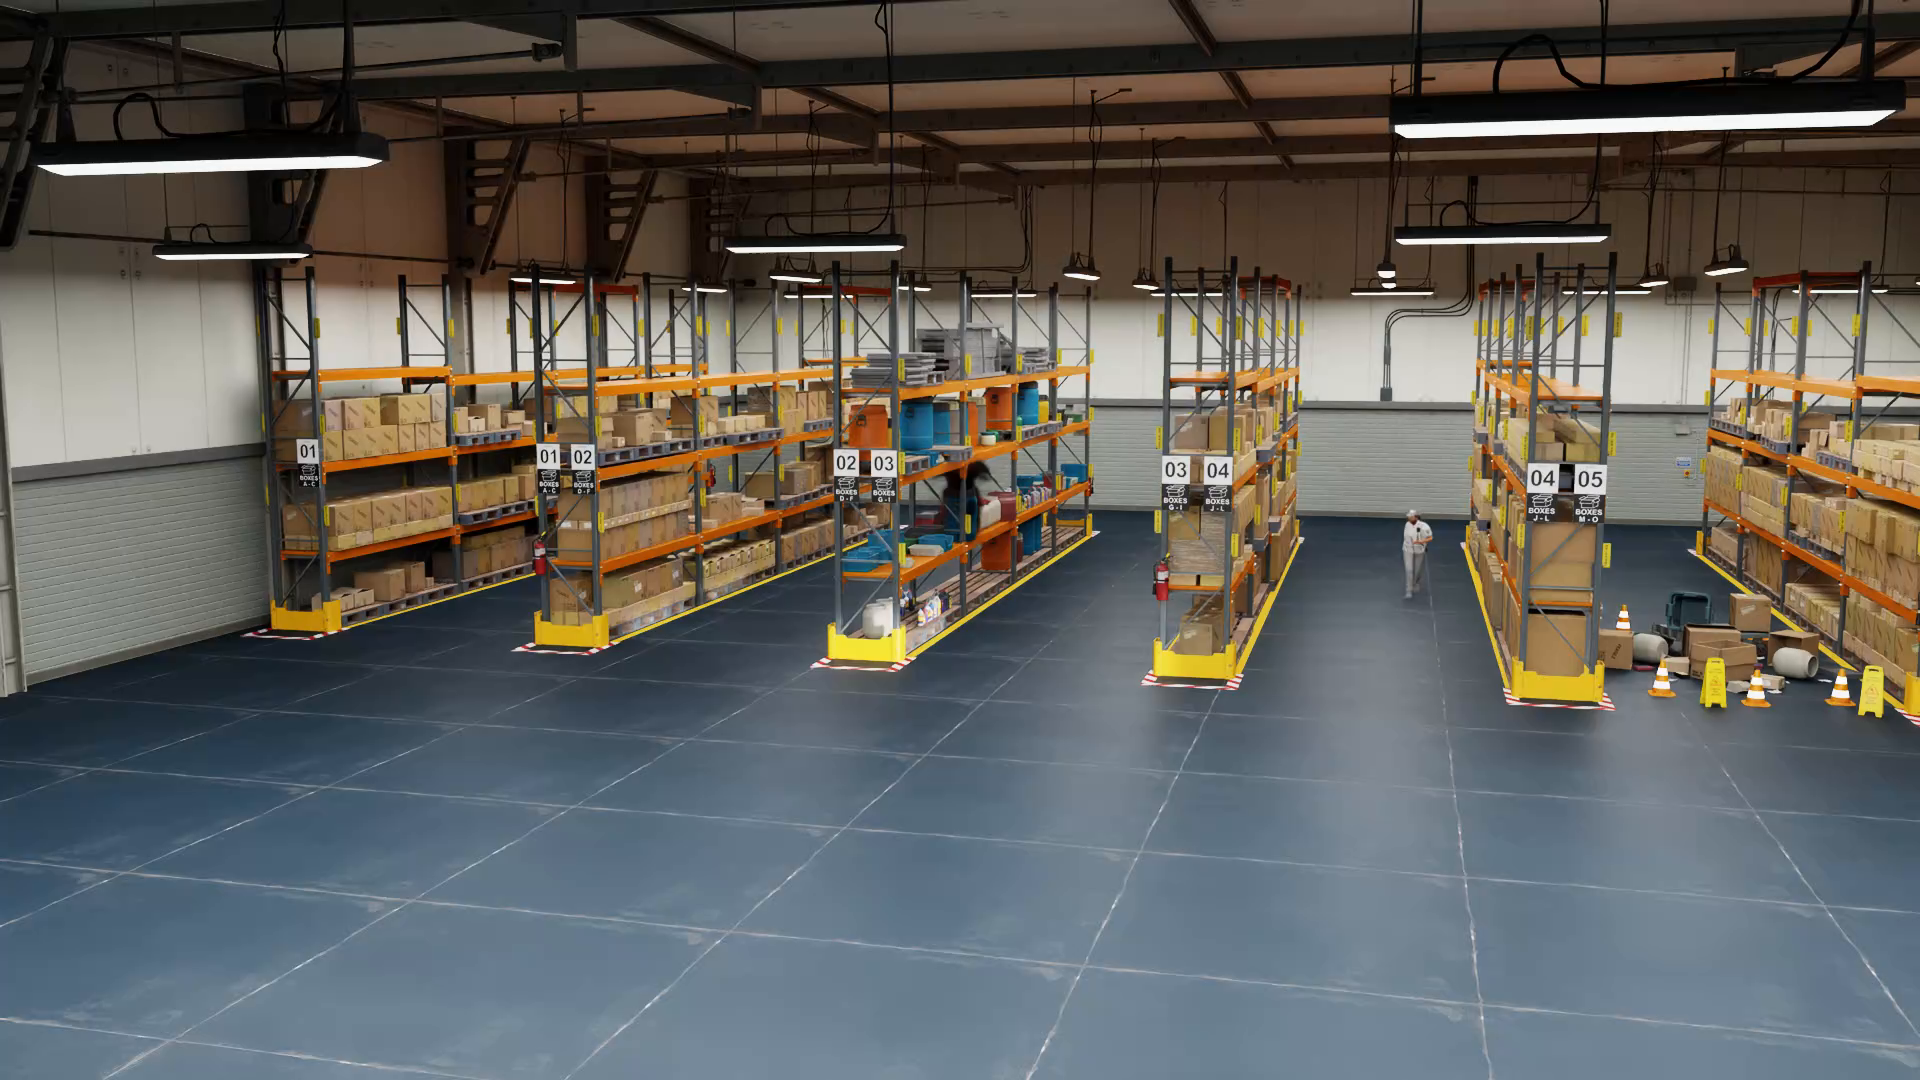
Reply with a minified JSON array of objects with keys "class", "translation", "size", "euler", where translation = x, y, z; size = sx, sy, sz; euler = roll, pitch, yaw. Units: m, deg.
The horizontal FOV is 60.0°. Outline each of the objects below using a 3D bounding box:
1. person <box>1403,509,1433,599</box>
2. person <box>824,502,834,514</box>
[{"class":"person","translation":[8.530,0.234,31.013],"size":[0.545,1.617,1.007],"euler":[2,8,15]},{"class":"person","translation":[-3.343,-1.219,42.767],"size":[0.446,1.591,0.565],"euler":[1,7,6]}]
